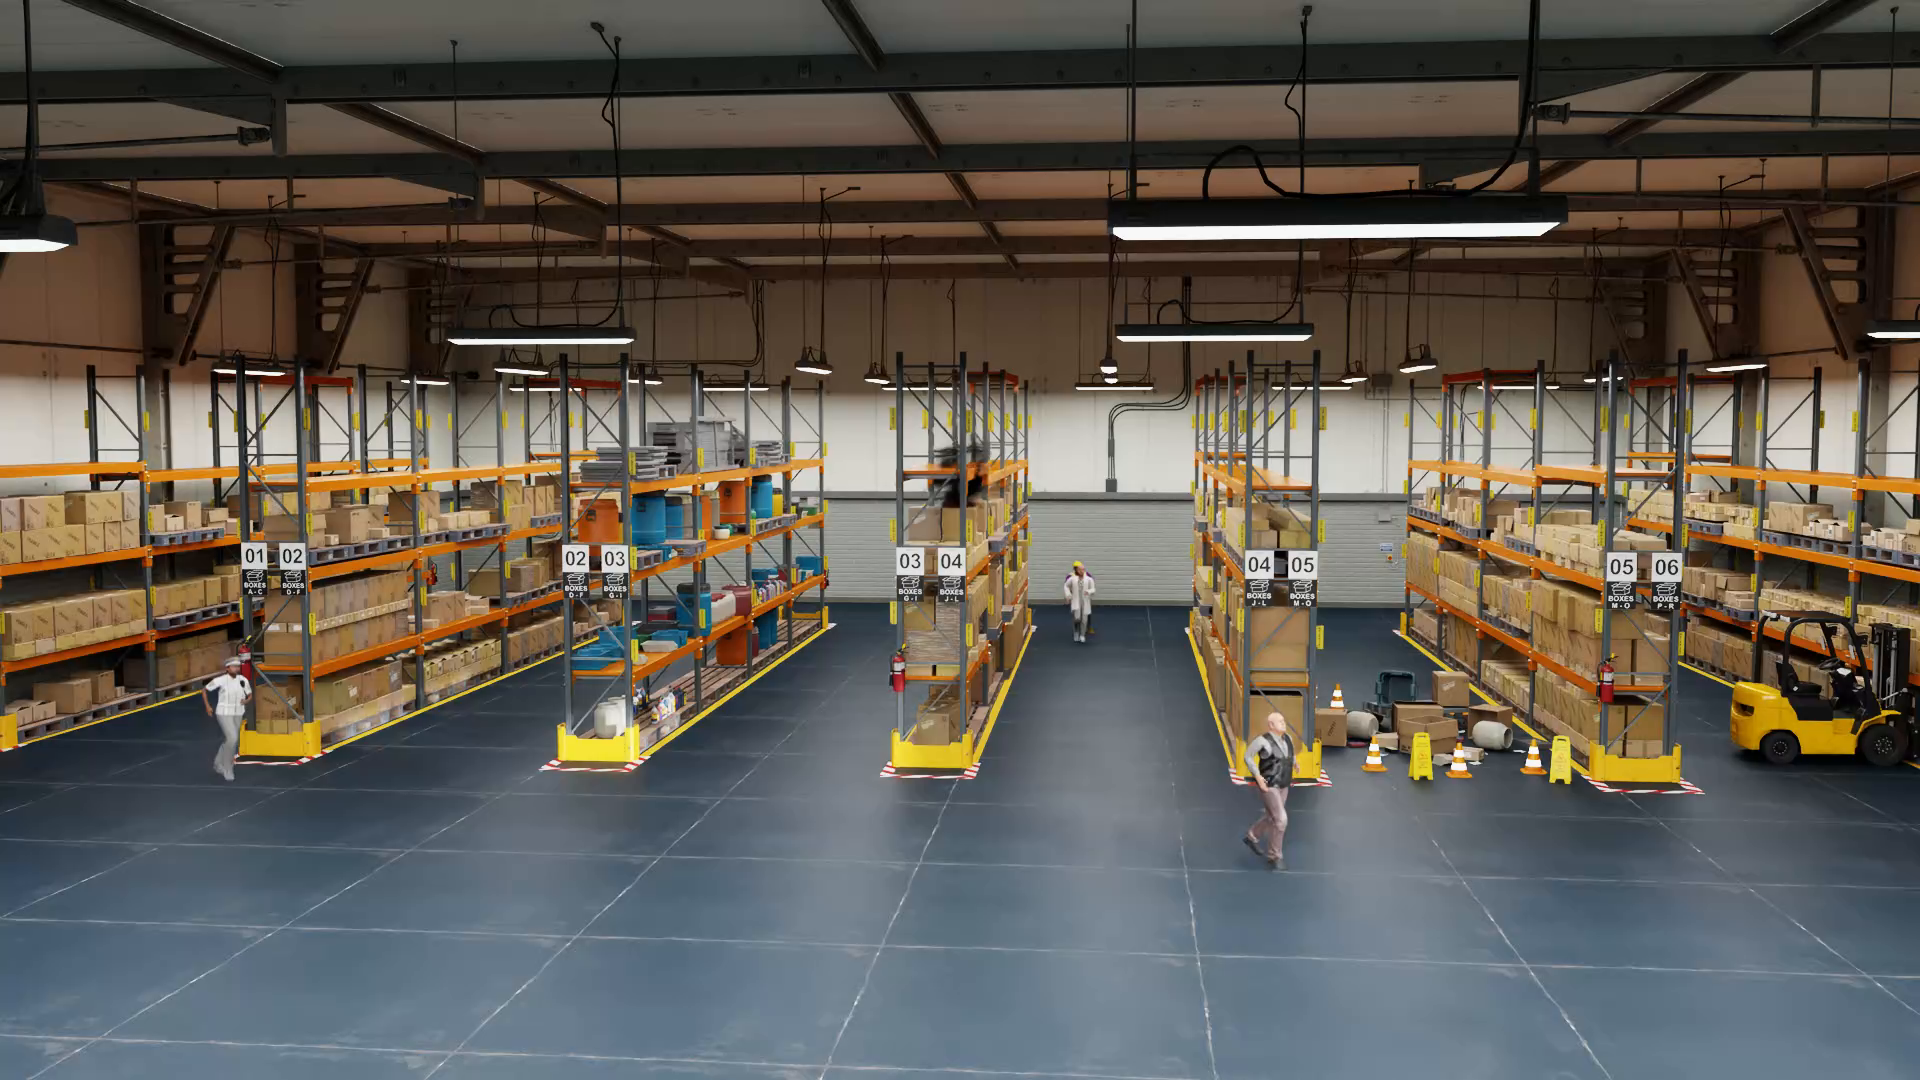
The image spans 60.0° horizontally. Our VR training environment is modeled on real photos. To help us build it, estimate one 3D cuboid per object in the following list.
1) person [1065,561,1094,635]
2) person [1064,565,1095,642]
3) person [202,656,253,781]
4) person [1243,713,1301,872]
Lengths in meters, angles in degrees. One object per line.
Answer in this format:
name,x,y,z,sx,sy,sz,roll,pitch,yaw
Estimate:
person,2.811,1.359,39.043,0.717,1.748,0.730,0,4,-6
person,2.725,1.463,37.703,0.683,1.708,0.723,0,4,-3
person,-10.314,2.504,23.492,0.670,1.734,0.583,3,5,32
person,3.501,2.822,18.806,0.668,1.792,0.745,-3,5,-40
